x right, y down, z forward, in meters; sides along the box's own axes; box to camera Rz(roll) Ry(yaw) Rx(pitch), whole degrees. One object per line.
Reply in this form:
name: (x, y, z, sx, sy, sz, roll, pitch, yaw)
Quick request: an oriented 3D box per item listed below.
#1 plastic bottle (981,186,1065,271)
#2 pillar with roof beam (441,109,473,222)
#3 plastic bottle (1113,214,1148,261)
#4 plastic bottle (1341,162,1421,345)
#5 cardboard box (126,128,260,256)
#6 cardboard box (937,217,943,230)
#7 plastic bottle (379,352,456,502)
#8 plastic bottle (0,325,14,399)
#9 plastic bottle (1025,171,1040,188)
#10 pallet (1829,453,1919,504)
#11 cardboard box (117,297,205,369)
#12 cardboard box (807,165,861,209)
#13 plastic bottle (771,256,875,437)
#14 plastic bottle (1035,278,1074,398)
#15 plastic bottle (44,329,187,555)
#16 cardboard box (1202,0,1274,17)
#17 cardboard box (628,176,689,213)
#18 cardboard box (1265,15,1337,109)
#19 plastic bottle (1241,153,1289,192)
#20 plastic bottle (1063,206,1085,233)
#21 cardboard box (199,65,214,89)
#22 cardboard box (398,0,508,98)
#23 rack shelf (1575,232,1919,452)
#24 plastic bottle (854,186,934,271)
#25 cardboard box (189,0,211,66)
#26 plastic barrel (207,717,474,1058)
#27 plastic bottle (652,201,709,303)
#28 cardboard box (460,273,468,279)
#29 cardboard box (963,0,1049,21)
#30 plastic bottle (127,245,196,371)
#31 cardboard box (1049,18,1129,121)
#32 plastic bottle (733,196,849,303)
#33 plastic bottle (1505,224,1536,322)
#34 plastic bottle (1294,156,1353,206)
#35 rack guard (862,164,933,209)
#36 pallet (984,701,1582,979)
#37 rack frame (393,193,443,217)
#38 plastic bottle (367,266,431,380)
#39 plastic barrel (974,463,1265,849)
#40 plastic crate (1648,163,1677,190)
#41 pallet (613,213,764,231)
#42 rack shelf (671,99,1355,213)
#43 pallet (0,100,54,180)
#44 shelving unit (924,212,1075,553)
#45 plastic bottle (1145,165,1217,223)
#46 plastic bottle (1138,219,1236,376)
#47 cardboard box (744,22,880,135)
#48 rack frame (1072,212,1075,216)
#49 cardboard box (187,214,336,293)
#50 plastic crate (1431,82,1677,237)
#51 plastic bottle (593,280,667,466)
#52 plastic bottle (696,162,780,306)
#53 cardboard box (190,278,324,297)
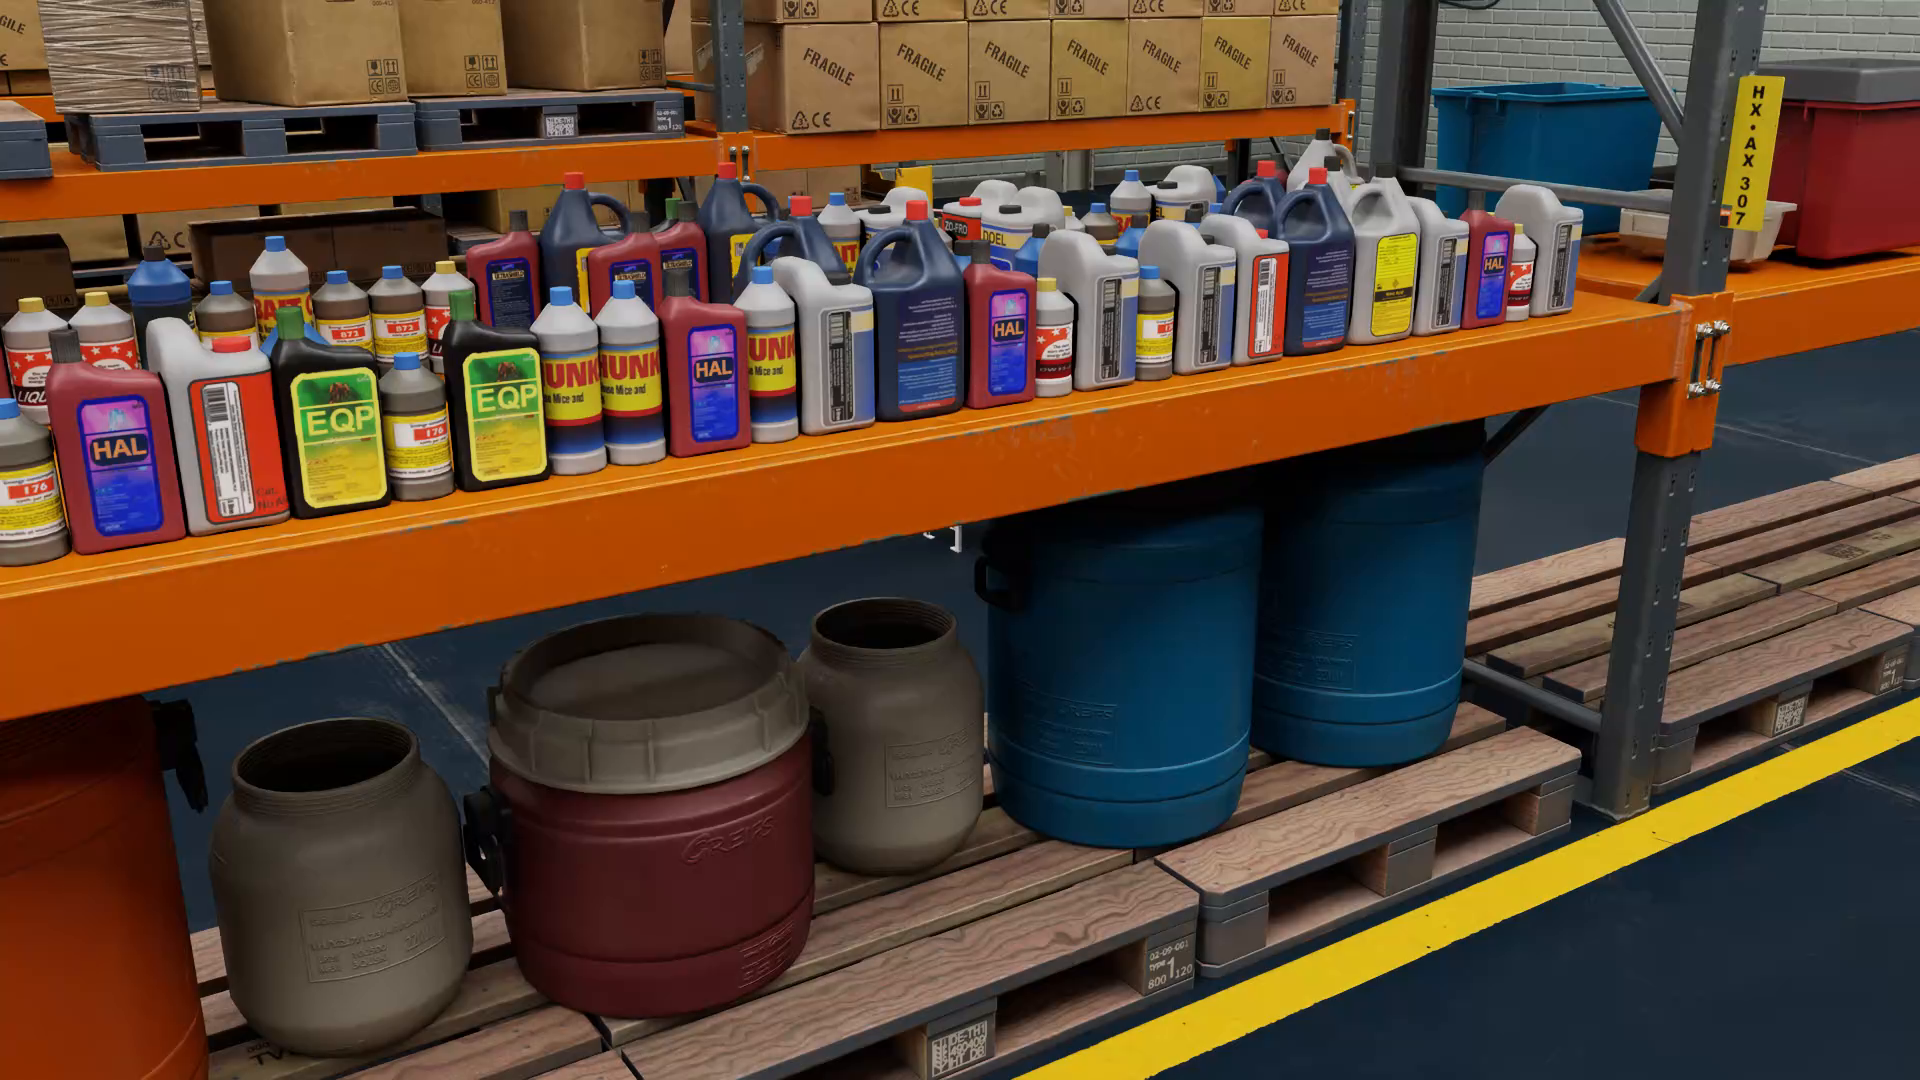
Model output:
plastic bottle: (0.131, -0.613, 3.569, 0.135, 0.276, 0.152, -12, 22, -31)
pillar with roof beam: (-1.555, -5.550, 8.612, 0.400, 9.000, 9.100, -12, 22, -31)
plastic bottle: (0.343, -0.492, 3.217, 0.097, 0.271, 0.097, 0, 19, 0)
plastic bottle: (0.829, -0.583, 3.362, 0.185, 0.351, 0.144, -12, 22, -31)
cardboard box: (-5.244, -2.379, 11.300, 0.750, 0.750, 0.750, -11, 22, -30)
cardboard box: (0.262, -1.539, 9.325, 0.637, 0.503, 0.797, -12, 22, -31)
plastic bottle: (-0.775, -0.165, 2.358, 0.097, 0.201, 0.097, 0, 19, 0)
plastic bottle: (-1.628, -0.322, 2.695, 0.133, 0.283, 0.061, -12, 22, -31)
plastic bottle: (0.134, -0.693, 3.794, 0.133, 0.283, 0.061, -12, 22, -31)
pallet: (4.048, -0.104, 6.223, 1.213, 0.211, 1.003, -12, 22, -31)
cardboard box: (-3.252, -0.685, 6.804, 0.500, 0.500, 0.500, -12, 22, -32)
cardboard box: (-1.221, -3.075, 13.903, 0.500, 0.500, 0.700, -12, 22, -31)
plastic bottle: (-0.226, -0.326, 2.720, 0.135, 0.276, 0.152, -12, 22, -31)
plastic bottle: (0.151, -0.360, 2.936, 0.097, 0.201, 0.097, 0, 19, 0)
plastic bottle: (-1.085, -0.131, 2.131, 0.133, 0.283, 0.061, -12, 22, -31)
cardboard box: (1.395, -3.165, 9.207, 0.500, 0.500, 0.500, -11, 22, -30)
cardboard box: (-2.500, -2.802, 13.096, 0.500, 0.500, 0.700, -11, 22, -30)
cardboard box: (1.812, -2.781, 9.632, 0.500, 0.500, 0.500, -11, 22, -30)
plastic bottle: (0.765, -0.826, 4.187, 0.133, 0.283, 0.061, -12, 22, -31)
plastic bottle: (0.241, -0.670, 3.853, 0.097, 0.201, 0.097, 0, 19, 0)
cardboard box: (-5.026, -3.089, 11.058, 0.250, 0.149, 0.380, -12, 22, -31)
cardboard box: (-2.362, -2.266, 7.451, 0.500, 0.500, 0.700, -8, 20, -23)
rack shelf: (3.087, -0.867, 5.249, 4.000, 0.370, 1.077, -12, 22, -31)
plastic bottle: (-0.146, -0.613, 3.568, 0.135, 0.276, 0.152, -12, 22, -31)
cardboard box: (-5.124, -3.376, 10.894, 0.500, 0.500, 0.500, -12, 22, -31)
plastic barrel: (-1.102, 0.615, 2.972, 0.421, 0.512, 0.421, 0, 19, 0)
plastic bottle: (-0.567, -0.522, 3.288, 0.133, 0.283, 0.061, -12, 22, -31)
cardboard box: (-1.976, -0.957, 7.607, 0.500, 0.500, 0.500, -12, 22, -31)
cardboard box: (0.104, -2.891, 8.396, 0.500, 0.500, 0.500, -13, 22, -33)
plastic bottle: (-1.359, -0.366, 2.844, 0.097, 0.271, 0.097, 0, 19, 0)
cardboard box: (0.540, -2.514, 8.841, 0.500, 0.500, 0.500, -12, 22, -32)
plastic bottle: (-0.287, -0.406, 2.838, 0.185, 0.351, 0.144, -12, 22, -31)
plastic bottle: (1.184, -0.578, 3.580, 0.097, 0.201, 0.097, 0, 19, 0)
plastic bottle: (0.750, -0.621, 3.476, 0.185, 0.351, 0.144, -12, 22, -31)
rack guard: (-0.671, -3.030, 14.427, 0.348, 0.500, 1.175, -12, 22, -31)
pallet: (0.750, 0.590, 4.169, 1.213, 0.211, 1.003, -12, 22, -31)
rack frame: (-4.032, -3.505, 11.930, 0.127, 3.000, 1.000, -12, 22, -31)
plastic bottle: (-1.034, -0.401, 3.058, 0.097, 0.201, 0.097, 0, 19, 0)
plastic barrel: (0.362, 0.156, 3.721, 0.708, 0.901, 0.600, -12, 22, -31)
plastic crate: (2.204, -1.023, 4.922, 0.590, 0.125, 0.437, -12, 22, -31)
pallet: (-2.334, -2.514, 13.350, 1.213, 0.211, 1.003, -12, 22, -31)
rack shelf: (0.366, -2.192, 9.170, 4.000, 0.370, 1.077, -12, 22, -31)
pallet: (-4.117, -1.524, 6.368, 1.003, 0.211, 1.213, -12, 22, -31)
shelving unit: (0.138, -0.598, 6.139, 0.503, 1.200, 0.258, -12, 22, -31)
plastic bottle: (0.515, -0.753, 3.981, 0.135, 0.276, 0.152, -12, 22, -31)
plastic bottle: (0.427, -0.464, 3.127, 0.135, 0.276, 0.152, -12, 22, -31)
cardboard box: (-0.729, -2.245, 8.046, 0.500, 0.500, 0.500, -11, 22, -30)
rack frame: (0.342, -0.641, 6.266, 0.015, 1.200, 0.240, -12, 22, -31)
cardboard box: (-3.096, -1.276, 7.380, 0.500, 0.250, 0.500, -12, 22, -32)
plastic crate: (1.619, -1.050, 4.597, 0.575, 0.384, 0.392, -12, 22, -31)
plastic bottle: (-0.501, -0.256, 2.518, 0.097, 0.271, 0.097, 0, 19, 0)
plastic bottle: (-0.444, -0.587, 3.375, 0.185, 0.351, 0.144, -12, 22, -31)
cardboard box: (-3.126, -0.913, 7.479, 0.500, 0.500, 0.500, -13, 23, -33)
